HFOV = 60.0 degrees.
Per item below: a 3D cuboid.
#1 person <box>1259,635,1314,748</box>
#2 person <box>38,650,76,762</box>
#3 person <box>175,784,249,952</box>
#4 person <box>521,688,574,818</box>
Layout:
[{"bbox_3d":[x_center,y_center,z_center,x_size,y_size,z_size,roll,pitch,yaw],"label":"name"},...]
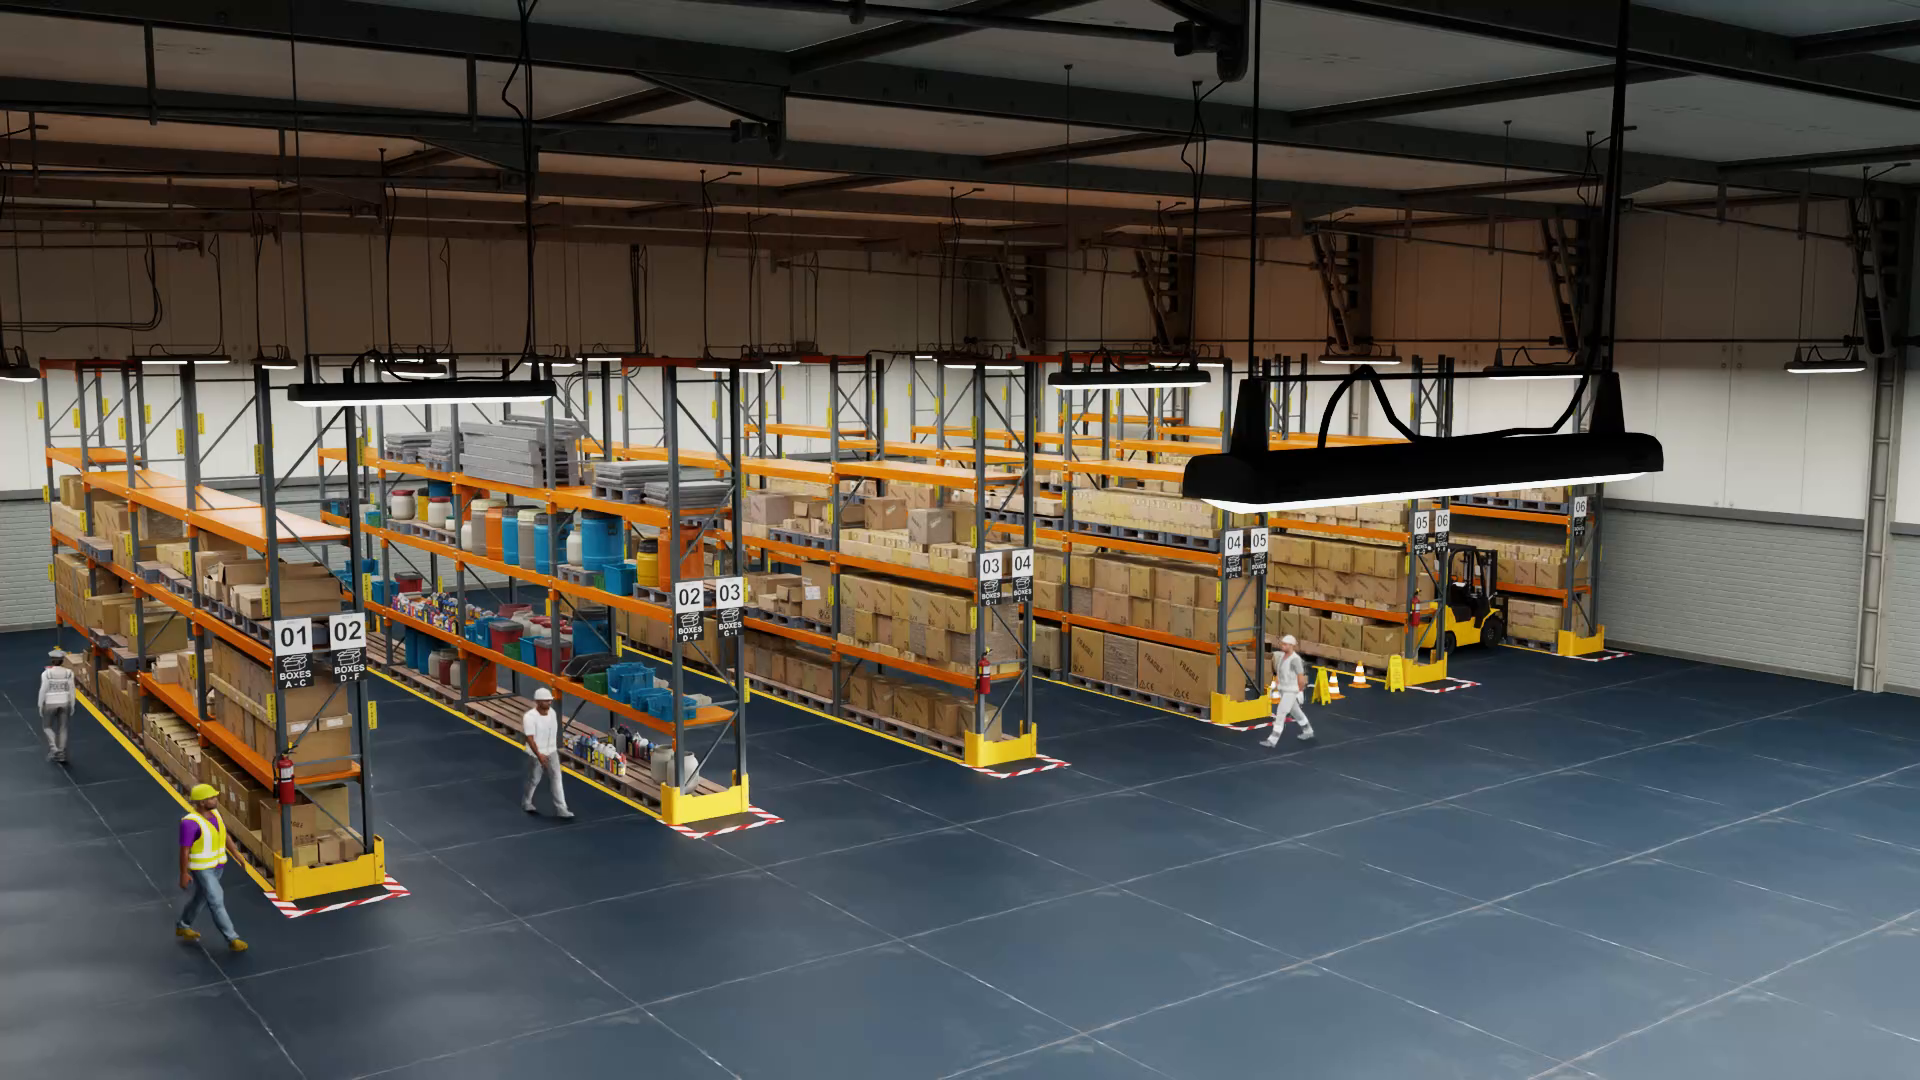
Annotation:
[{"bbox_3d":[5.114,2.350,25.978,1.092,1.737,0.539,-3,7,-22],"label":"person"},{"bbox_3d":[-13.544,2.502,24.969,0.517,1.673,0.422,-5,9,-36],"label":"person"},{"bbox_3d":[-7.786,3.381,17.364,1.068,1.707,0.654,2,7,17],"label":"person"},{"bbox_3d":[-5.494,2.817,22.114,1.022,1.703,0.584,6,9,40],"label":"person"}]
